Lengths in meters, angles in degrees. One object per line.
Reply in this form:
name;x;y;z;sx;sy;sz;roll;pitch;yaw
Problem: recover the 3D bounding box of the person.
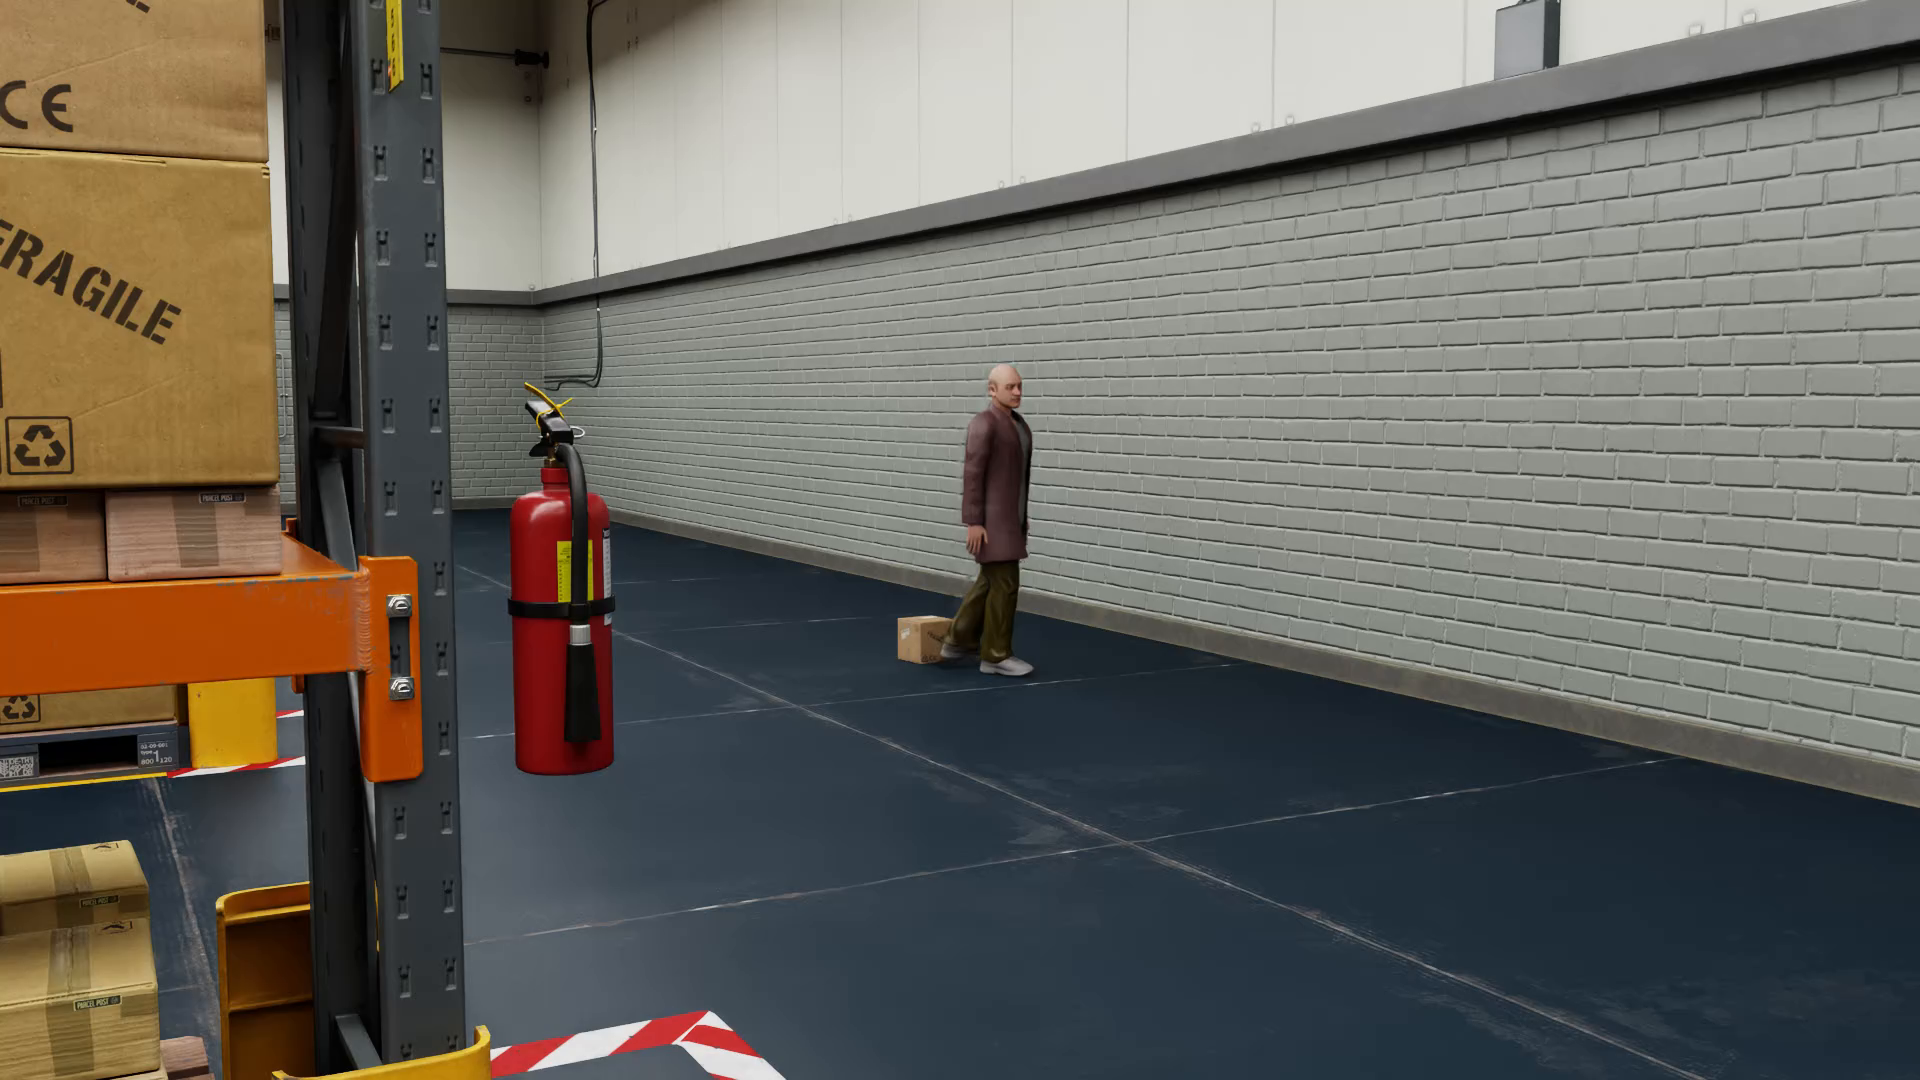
person;0.161;-0.118;9.558;0.641;1.766;0.619;2;5;23
